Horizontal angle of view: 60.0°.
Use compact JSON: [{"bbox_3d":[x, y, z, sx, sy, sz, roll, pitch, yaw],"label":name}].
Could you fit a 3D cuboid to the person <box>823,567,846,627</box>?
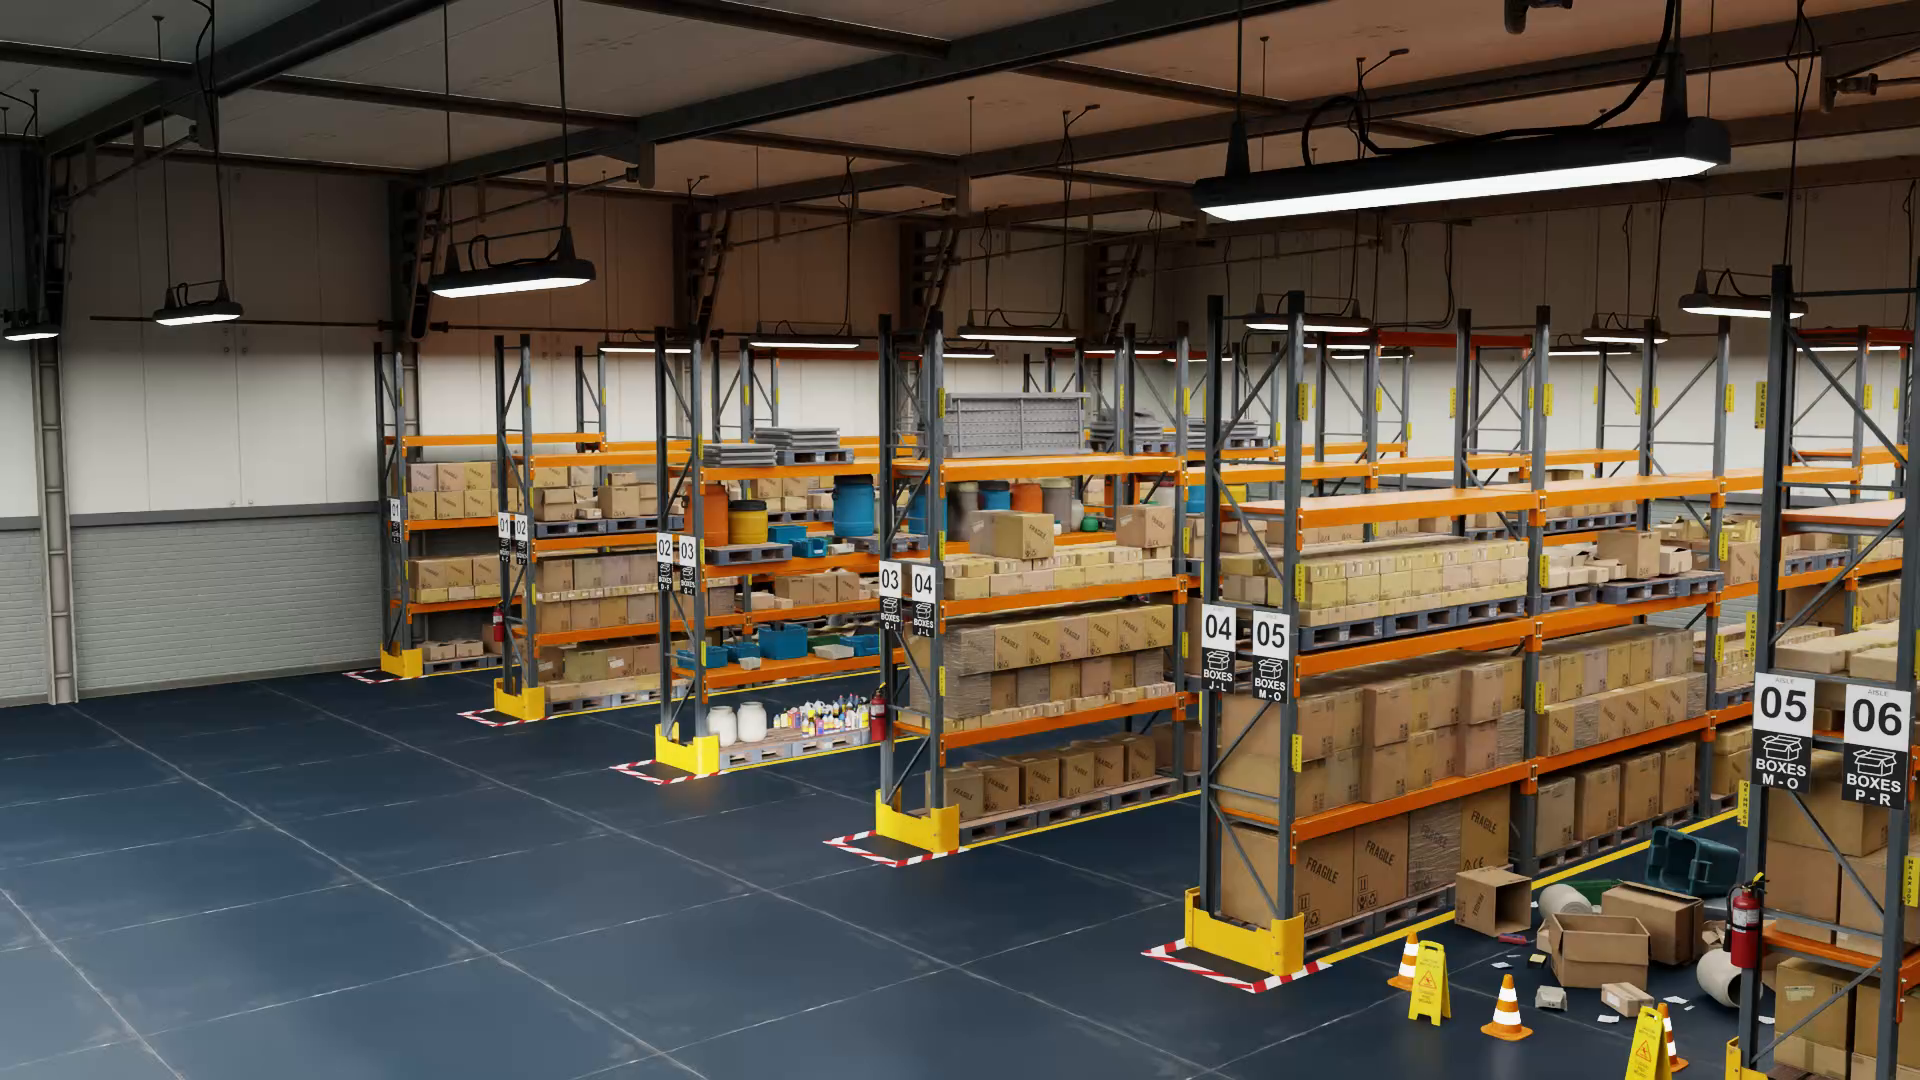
[{"bbox_3d":[-2.637,1.182,34.300,0.502,1.724,1.028,5,7,41],"label":"person"}]
